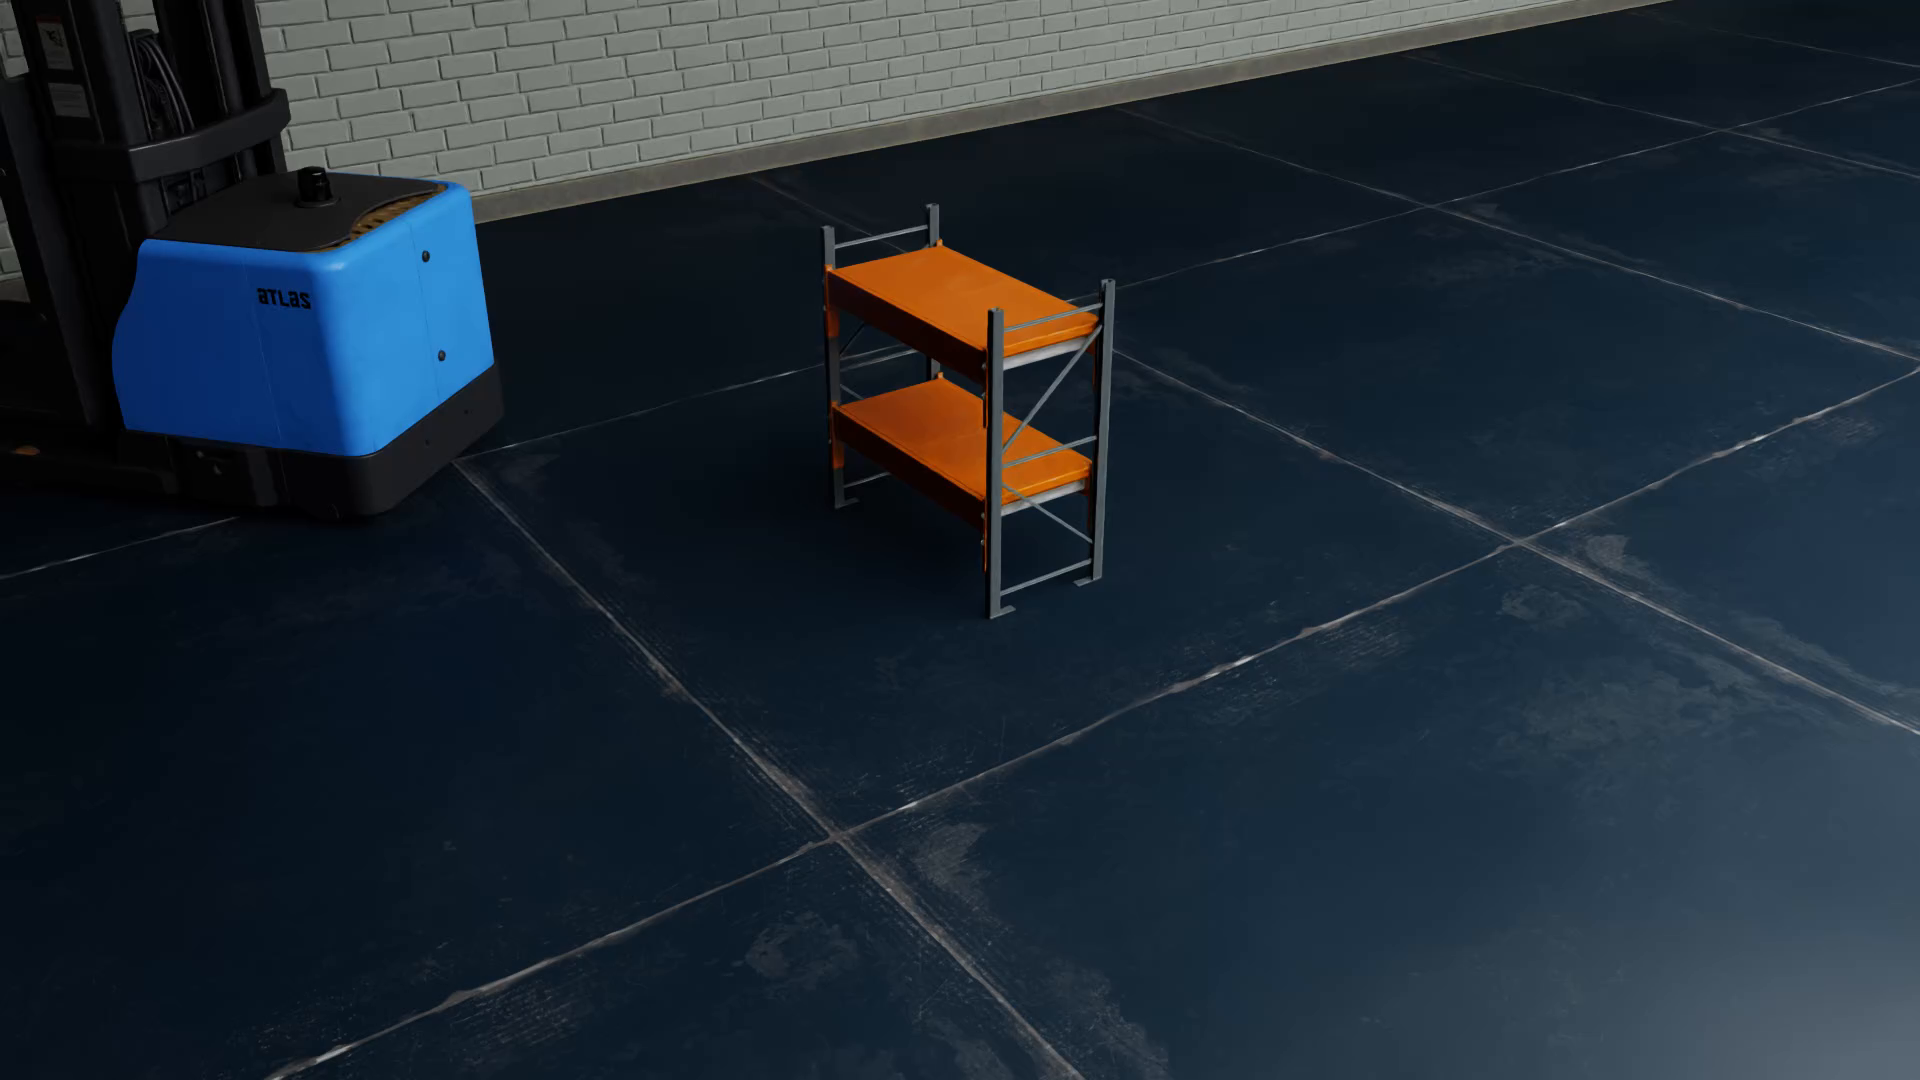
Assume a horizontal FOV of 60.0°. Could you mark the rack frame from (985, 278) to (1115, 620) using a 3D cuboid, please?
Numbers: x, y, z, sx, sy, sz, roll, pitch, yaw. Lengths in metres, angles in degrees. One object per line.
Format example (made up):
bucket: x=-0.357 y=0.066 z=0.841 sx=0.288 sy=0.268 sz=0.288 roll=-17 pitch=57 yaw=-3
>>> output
rack frame: x=0.299 y=-0.294 z=5.613 sx=0.500 sy=1.125 sz=0.032 roll=-19 pitch=34 yaw=-31

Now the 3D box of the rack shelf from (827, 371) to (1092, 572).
rack shelf: x=0.004 y=-0.277 z=6.093 sx=0.538 sy=0.278 sz=1.000 roll=-19 pitch=34 yaw=-31

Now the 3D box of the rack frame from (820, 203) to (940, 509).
rack frame: x=-0.291 y=-0.689 z=6.341 sx=0.500 sy=1.125 sz=0.032 roll=-19 pitch=34 yaw=-31

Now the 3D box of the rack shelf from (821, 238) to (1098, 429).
rack shelf: x=0.004 y=-0.749 z=5.837 sx=0.538 sy=0.278 sz=1.000 roll=-19 pitch=34 yaw=-31

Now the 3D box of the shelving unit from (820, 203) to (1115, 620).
shelving unit: x=0.004 y=-0.492 z=5.977 sx=0.538 sy=1.125 sz=1.048 roll=-19 pitch=34 yaw=-31

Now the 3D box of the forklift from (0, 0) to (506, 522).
forklift: x=-3.510 y=-1.731 z=6.367 sx=3.031 sy=2.935 sz=1.130 roll=7 pitch=29 yaw=13
